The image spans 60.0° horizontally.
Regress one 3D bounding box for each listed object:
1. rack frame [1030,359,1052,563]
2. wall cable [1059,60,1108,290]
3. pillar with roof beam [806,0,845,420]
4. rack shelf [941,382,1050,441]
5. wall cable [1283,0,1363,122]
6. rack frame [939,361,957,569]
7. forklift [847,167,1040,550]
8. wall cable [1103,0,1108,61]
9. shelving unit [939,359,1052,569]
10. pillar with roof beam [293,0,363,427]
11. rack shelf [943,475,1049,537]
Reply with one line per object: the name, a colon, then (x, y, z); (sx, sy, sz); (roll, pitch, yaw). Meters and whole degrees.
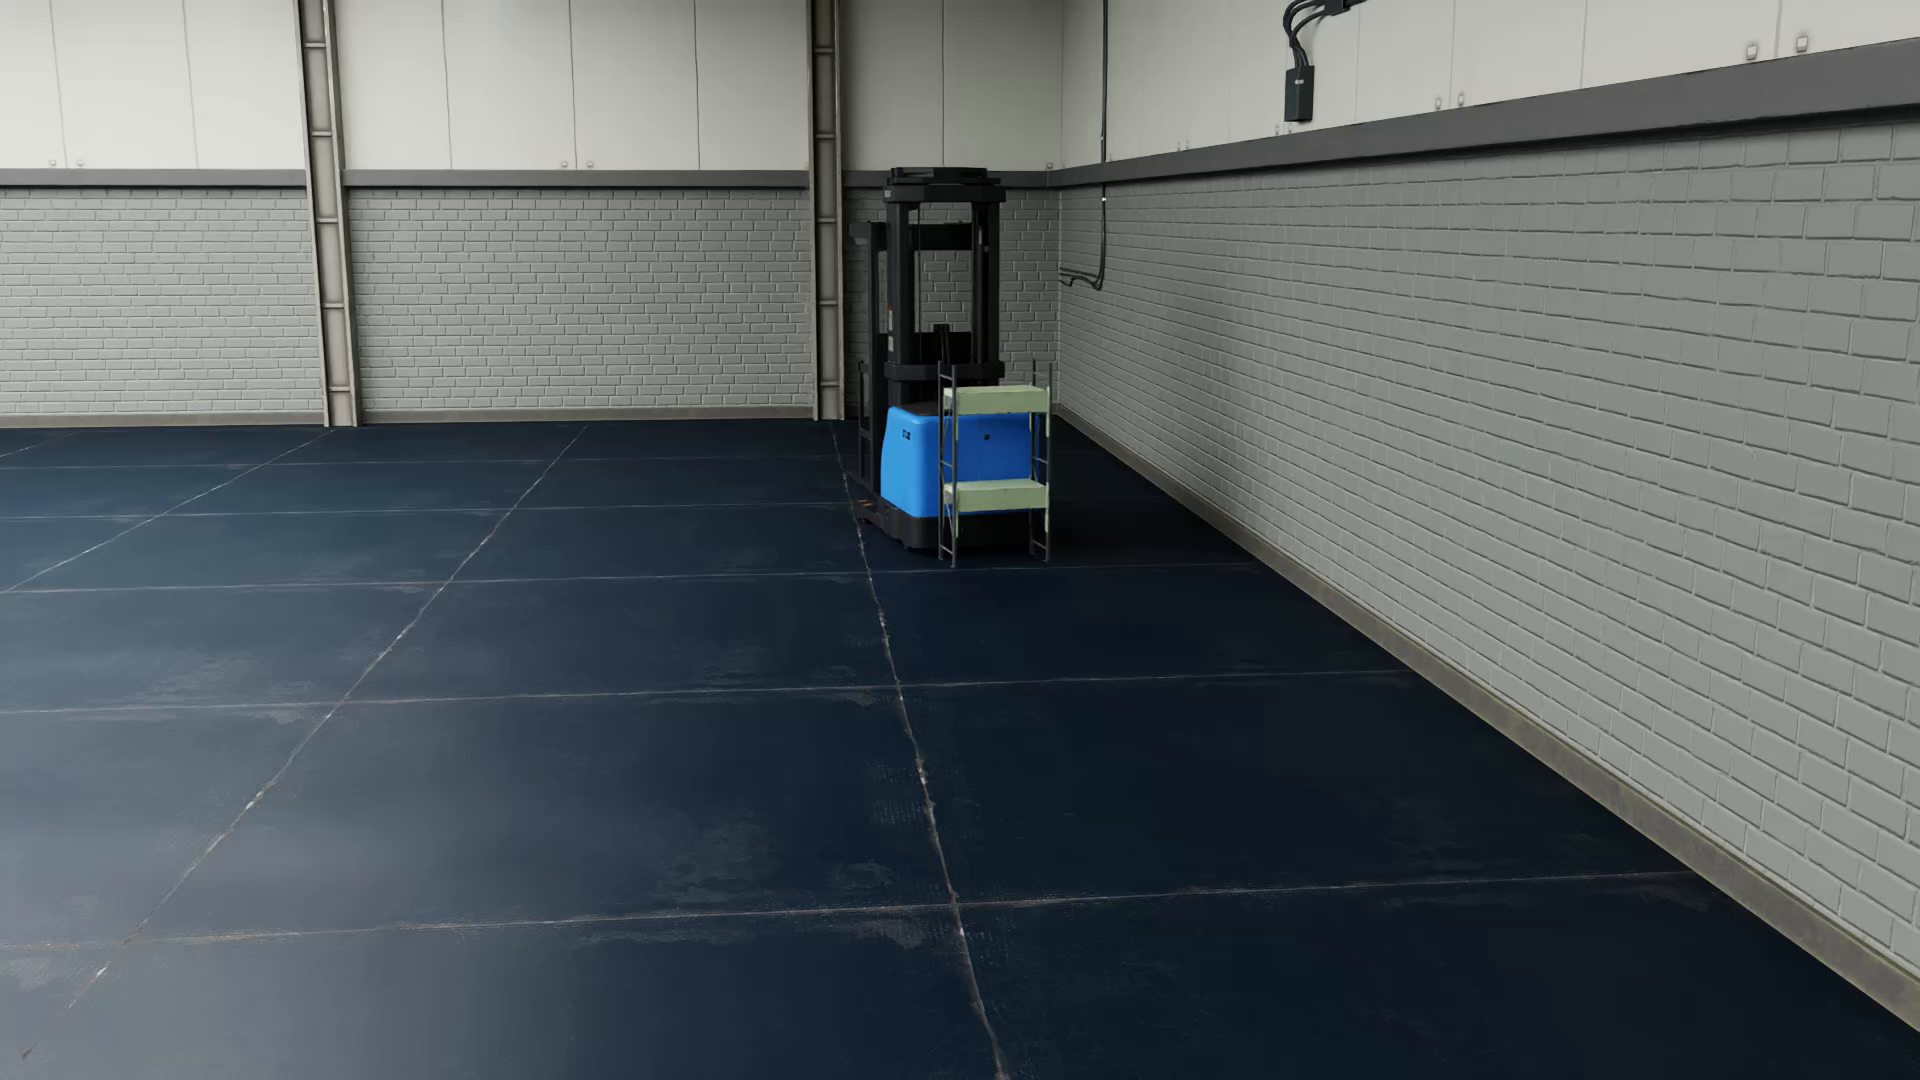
rack frame: (0.609, -0.599, 12.527); (0.023, 1.500, 0.400); (-3, 12, -16)
wall cable: (1.396, -4.252, 19.717); (0.112, 2.526, 3.097); (-1, 11, -6)
pillar with roof beam: (-1.211, -5.142, 16.196); (0.400, 9.000, 9.100); (-1, 11, -6)
rack shelf: (0.258, -0.961, 12.348); (0.720, 0.370, 0.431); (-3, 12, -16)
wall cable: (2.406, -5.623, 9.827); (0.169, 6.003, 2.305); (-1, 11, -6)
rack frame: (-0.092, -0.558, 12.319); (0.023, 1.500, 0.400); (-3, 12, -16)
forklift: (-0.287, -1.604, 13.928); (1.130, 2.935, 3.031); (-3, 12, -16)
wall cable: (1.688, -6.211, 16.591); (0.112, 2.526, 3.097); (-1, 11, -6)
shelving unit: (0.258, -0.579, 12.423); (0.755, 1.500, 0.431); (-3, 12, -16)
pillar with roof beam: (-7.175, -5.017, 15.560); (0.400, 9.000, 9.100); (-1, 11, -6)
rack shelf: (0.258, -0.259, 12.486); (0.720, 0.370, 0.431); (-3, 12, -16)
